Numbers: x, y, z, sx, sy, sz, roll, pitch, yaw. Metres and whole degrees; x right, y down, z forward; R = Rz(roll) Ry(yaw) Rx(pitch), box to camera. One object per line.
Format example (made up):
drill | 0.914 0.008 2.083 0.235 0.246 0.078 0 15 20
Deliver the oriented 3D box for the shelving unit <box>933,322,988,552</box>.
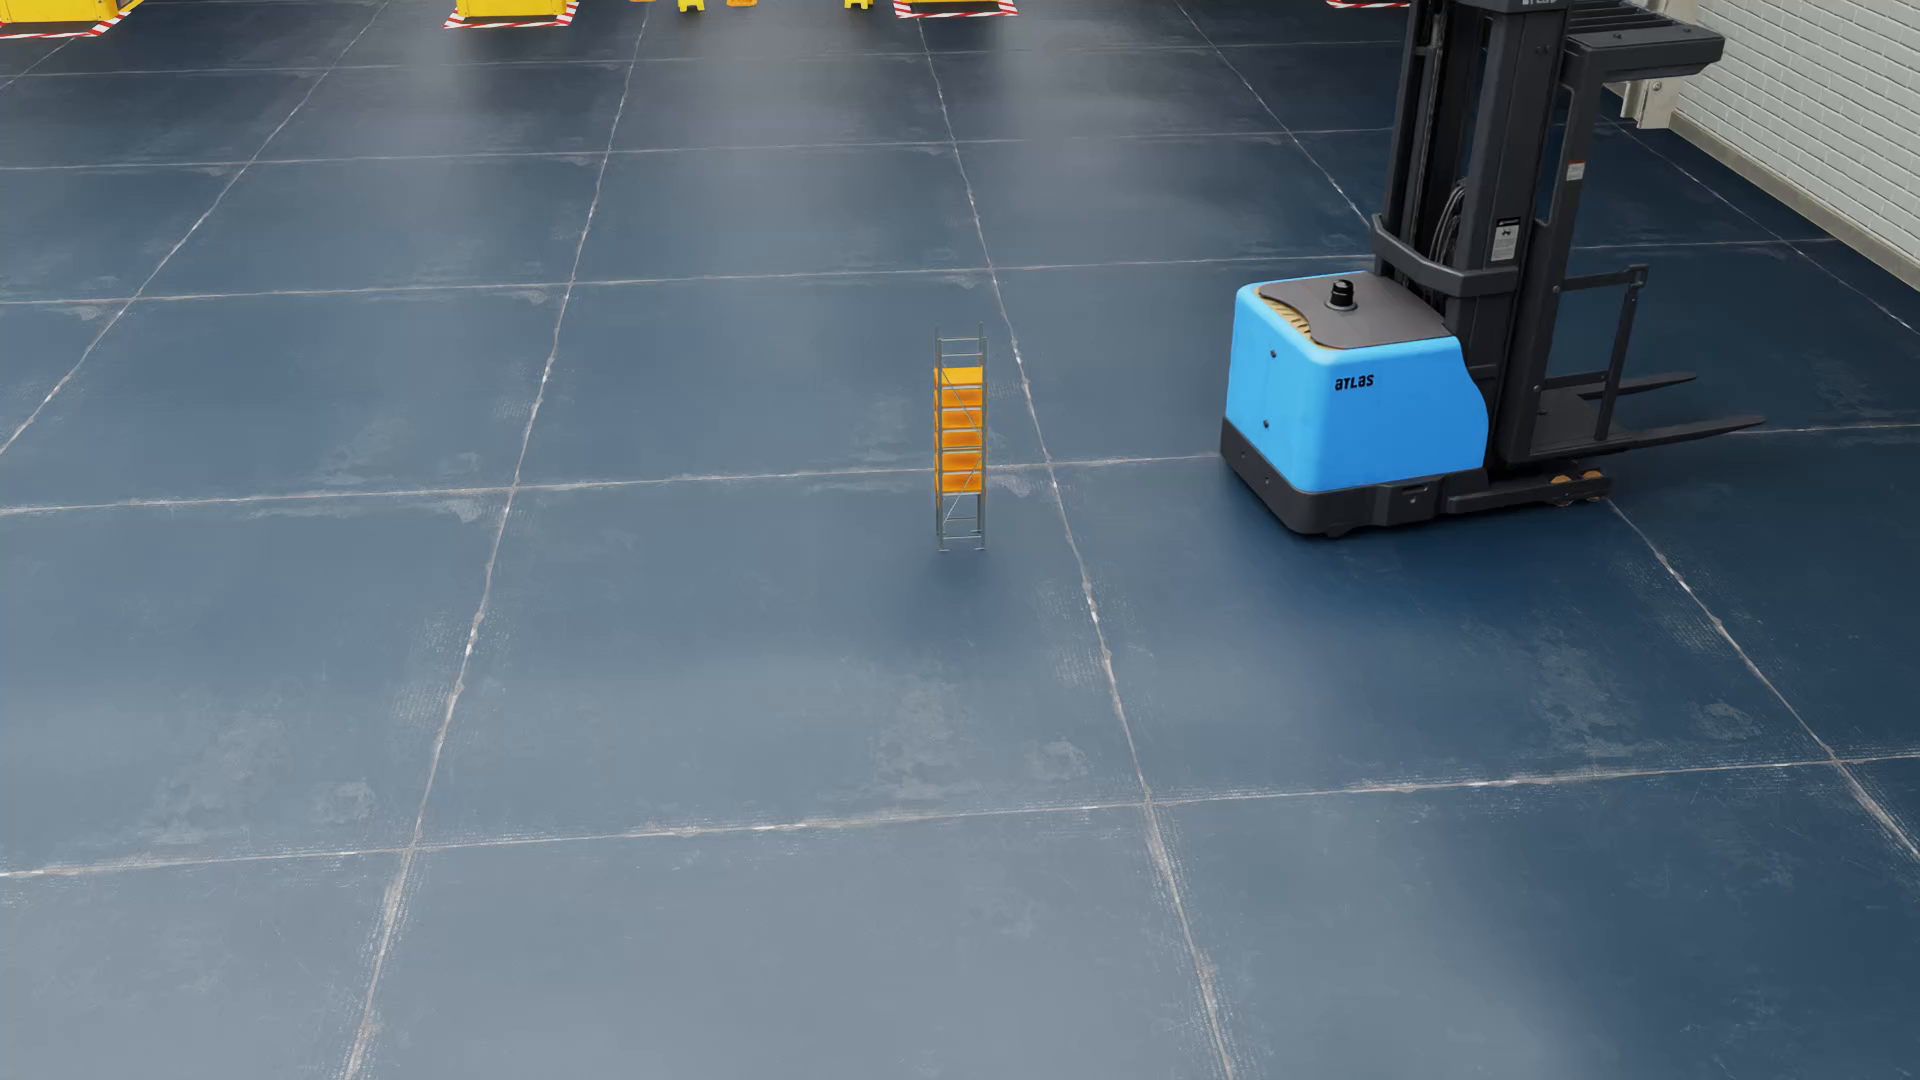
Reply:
shelving unit | 0.001 -0.508 8.430 0.258 1.200 0.189 -3 31 -5

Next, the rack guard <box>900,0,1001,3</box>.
rack guard | -0.109 -6.480 19.111 1.175 0.500 0.348 -3 31 -5

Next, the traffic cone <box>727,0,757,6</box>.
traffic cone | -2.500 -6.356 18.940 0.336 0.463 0.334 -3 31 -5

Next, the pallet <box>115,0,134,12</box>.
pallet | -10.016 -6.298 19.088 1.003 0.211 1.213 -3 31 -5

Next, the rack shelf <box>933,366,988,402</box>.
rack shelf | 0.001 -0.779 8.268 0.258 0.103 0.180 -3 31 -5

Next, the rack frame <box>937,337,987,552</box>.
rack frame | 0.010 -0.461 8.352 0.240 1.200 0.006 -3 31 -5

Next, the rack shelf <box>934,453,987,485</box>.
rack shelf | 0.001 -0.367 8.514 0.258 0.103 0.180 -3 31 -5

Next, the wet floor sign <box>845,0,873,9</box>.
wet floor sign | -1.149 -6.355 18.761 0.267 0.644 0.232 8 32 13

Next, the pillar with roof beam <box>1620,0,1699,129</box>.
pillar with roof beam | 1.947 -7.459 12.462 9.100 9.000 0.400 -3 31 -5

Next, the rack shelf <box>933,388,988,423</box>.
rack shelf | 0.001 -0.676 8.330 0.258 0.103 0.180 -3 31 -5

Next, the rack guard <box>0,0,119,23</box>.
rack guard | -9.975 -6.005 18.316 1.175 0.500 0.348 -3 31 -5

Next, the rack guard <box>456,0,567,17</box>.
rack guard | -5.018 -6.140 18.542 1.175 0.500 0.348 -3 31 -5

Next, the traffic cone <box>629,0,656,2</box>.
traffic cone | -3.656 -6.476 19.140 0.336 0.463 0.334 -3 31 -5

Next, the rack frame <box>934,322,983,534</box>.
rack frame | -0.007 -0.554 8.508 0.240 1.200 0.006 -3 31 -5

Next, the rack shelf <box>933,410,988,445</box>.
rack shelf | 0.001 -0.573 8.391 0.258 0.103 0.180 -3 31 -5

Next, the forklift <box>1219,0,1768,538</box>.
forklift | 3.049 -1.691 8.723 3.031 2.935 1.130 -9 32 -14

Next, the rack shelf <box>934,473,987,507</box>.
rack shelf | 0.001 -0.264 8.576 0.258 0.103 0.180 -3 31 -5

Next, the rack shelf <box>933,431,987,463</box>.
rack shelf | 0.001 -0.470 8.453 0.258 0.103 0.180 -3 31 -5

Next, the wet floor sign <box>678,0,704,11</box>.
wet floor sign | -3.046 -6.295 18.660 0.267 0.644 0.232 -8 32 -13
